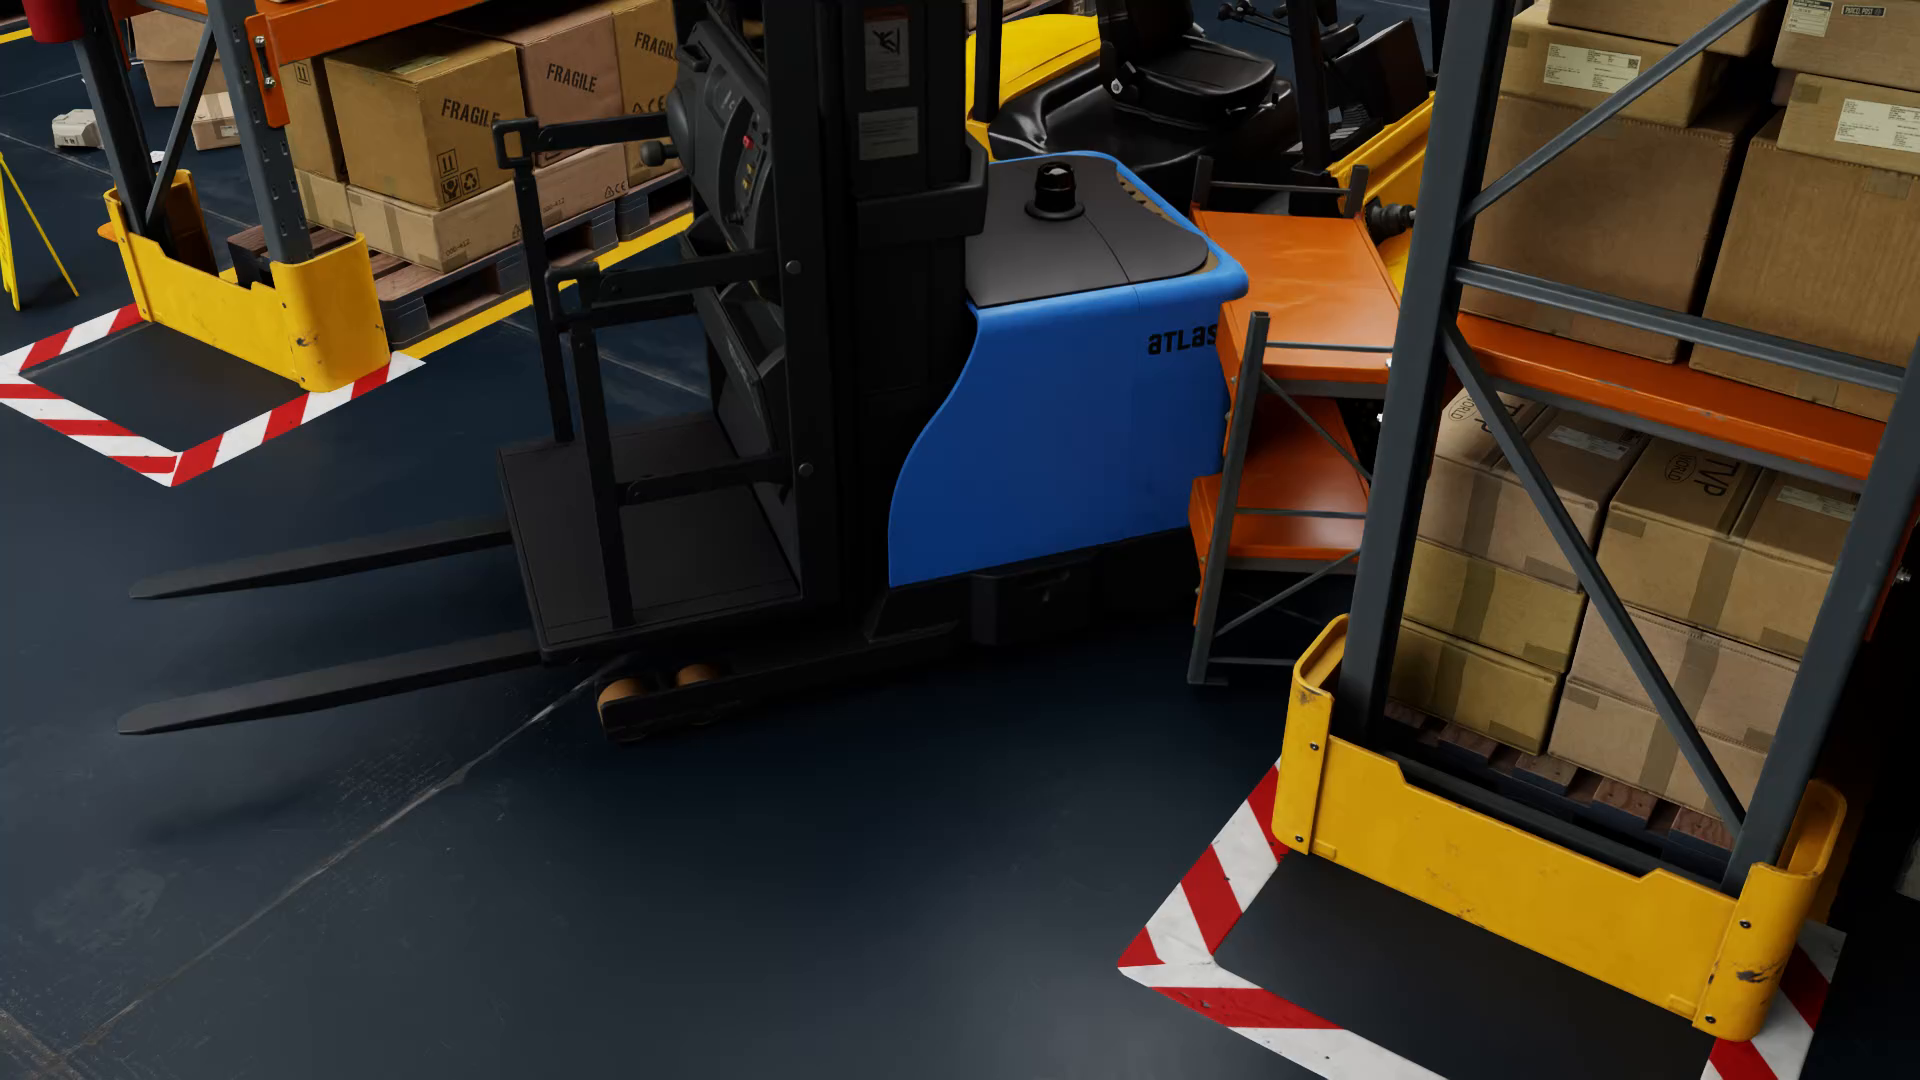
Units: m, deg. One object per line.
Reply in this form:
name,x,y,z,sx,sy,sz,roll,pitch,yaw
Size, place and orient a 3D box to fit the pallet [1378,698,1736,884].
pallet,1.749,0.380,4.499,1.003,0.211,1.213,21,39,28

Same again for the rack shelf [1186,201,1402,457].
rack shelf,0.929,-0.591,4.563,0.538,0.278,1.000,3,34,-2

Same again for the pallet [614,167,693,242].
pallet,-1.500,-1.795,7.715,1.003,0.211,1.213,21,39,28

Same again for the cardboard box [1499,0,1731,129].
cardboard box,1.315,-0.968,3.336,0.380,0.149,0.250,22,40,29

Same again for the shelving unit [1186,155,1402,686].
shelving unit,0.911,-0.349,4.726,0.538,1.125,1.048,3,34,-2

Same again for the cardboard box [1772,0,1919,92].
cardboard box,1.715,-0.929,3.012,0.380,0.149,0.250,20,39,27

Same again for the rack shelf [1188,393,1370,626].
rack shelf,0.896,-0.147,4.863,0.538,0.278,1.000,3,34,-2

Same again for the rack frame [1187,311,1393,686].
rack frame,0.915,-0.065,4.305,0.500,1.125,0.032,3,34,-2

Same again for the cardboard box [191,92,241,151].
cardboard box,-3.645,-2.060,8.164,0.250,0.149,0.380,-15,37,-21

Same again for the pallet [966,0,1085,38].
pallet,-0.009,-3.038,9.553,1.003,0.211,1.213,21,39,28

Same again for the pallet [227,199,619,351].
pallet,-2.196,-1.235,6.889,1.003,0.211,1.213,21,39,28

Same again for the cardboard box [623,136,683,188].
cardboard box,-1.447,-1.799,7.312,0.500,0.250,0.500,24,41,31

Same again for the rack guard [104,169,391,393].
rack guard,-2.689,-0.993,6.271,1.175,0.500,0.348,21,39,28

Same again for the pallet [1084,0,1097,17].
pallet,0.686,-3.601,10.387,1.003,0.211,1.213,21,39,28

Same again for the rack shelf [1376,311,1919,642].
rack shelf,2.488,-1.032,4.740,1.077,0.370,4.000,21,39,28

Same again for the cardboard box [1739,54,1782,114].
cardboard box,1.716,-0.997,3.957,0.500,0.500,0.500,23,40,30

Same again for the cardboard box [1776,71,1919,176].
cardboard box,1.754,-0.793,3.076,0.380,0.149,0.250,20,39,27

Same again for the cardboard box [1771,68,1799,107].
cardboard box,1.843,-0.927,3.274,0.380,0.149,0.250,21,39,28

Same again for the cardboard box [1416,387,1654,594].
cardboard box,1.354,-0.170,4.011,0.500,0.250,0.500,23,40,30

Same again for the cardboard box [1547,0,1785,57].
cardboard box,1.379,-1.075,3.228,0.380,0.149,0.250,21,40,28

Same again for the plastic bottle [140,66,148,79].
plastic bottle,-4.281,-2.560,8.981,0.133,0.061,0.283,8,35,12

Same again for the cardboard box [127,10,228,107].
cardboard box,-3.810,-2.576,8.610,0.797,0.503,0.637,-3,34,-4

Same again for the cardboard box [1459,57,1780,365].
cardboard box,1.413,-0.761,3.608,0.500,0.500,0.500,20,39,27

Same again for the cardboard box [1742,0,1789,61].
cardboard box,1.635,-1.195,3.672,0.380,0.149,0.250,22,40,29

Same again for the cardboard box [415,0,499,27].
cardboard box,-2.195,-2.032,6.987,0.500,0.500,0.500,23,40,30

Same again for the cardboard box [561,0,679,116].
cardboard box,-1.445,-2.103,7.092,0.500,0.500,0.500,22,40,29

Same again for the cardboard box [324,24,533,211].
cardboard box,-2.032,-1.633,6.397,0.500,0.500,0.500,20,39,27

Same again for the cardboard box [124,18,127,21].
cardboard box,-4.618,-3.292,9.669,0.500,0.500,0.500,29,44,36

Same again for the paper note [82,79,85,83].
paper note,-4.591,-2.457,8.858,0.142,0.017,0.144,-22,40,-29

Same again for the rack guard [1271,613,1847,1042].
rack guard,1.334,0.637,3.861,1.175,0.500,0.348,21,39,28

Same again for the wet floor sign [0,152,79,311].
wet floor sign,-3.719,-1.272,6.555,0.232,0.644,0.267,-22,40,-29

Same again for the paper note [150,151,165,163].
paper note,-3.828,-1.834,7.935,0.148,0.019,0.142,8,35,12

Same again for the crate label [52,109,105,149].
crate label,-4.255,-1.997,8.081,0.250,0.136,0.298,3,34,4

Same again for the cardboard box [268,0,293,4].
cardboard box,-2.368,-1.979,5.723,0.380,0.149,0.250,21,40,28

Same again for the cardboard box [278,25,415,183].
cardboard box,-2.489,-1.791,6.630,0.500,0.500,0.500,22,40,28

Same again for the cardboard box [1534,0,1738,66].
cardboard box,1.437,-1.096,3.524,0.380,0.149,0.250,22,40,29

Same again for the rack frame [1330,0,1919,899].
rack frame,1.348,-0.409,3.178,1.000,3.000,0.127,21,39,28

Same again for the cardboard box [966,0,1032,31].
cardboard box,-0.154,-3.161,9.218,0.950,0.372,0.625,22,40,29

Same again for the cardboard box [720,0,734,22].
cardboard box,-1.147,-2.352,7.460,0.500,0.500,0.500,24,41,31

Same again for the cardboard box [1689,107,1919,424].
cardboard box,1.858,-0.590,3.356,0.500,0.500,0.500,23,40,30

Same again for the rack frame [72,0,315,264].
rack frame,-2.732,-1.993,5.520,1.000,3.000,0.127,21,39,28

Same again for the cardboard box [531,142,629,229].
cardboard box,-1.748,-1.543,6.934,0.500,0.250,0.500,23,40,30

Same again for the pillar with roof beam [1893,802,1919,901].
pillar with roof beam,-1.051,-4.302,3.578,9.100,9.000,0.400,21,39,28

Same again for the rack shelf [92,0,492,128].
rack shelf,-1.592,-2.615,7.082,1.077,0.370,4.000,21,39,28

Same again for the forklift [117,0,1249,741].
forklift,-0.787,-1.011,4.128,3.031,2.935,1.130,-11,36,-16

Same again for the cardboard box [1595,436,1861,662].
cardboard box,1.777,-0.019,3.788,0.500,0.250,0.500,21,39,28

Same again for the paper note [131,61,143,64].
paper note,-4.476,-2.619,9.114,0.123,0.001,0.032,-15,37,-21

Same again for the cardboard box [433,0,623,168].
cardboard box,-1.737,-1.875,6.755,0.500,0.500,0.500,20,39,27

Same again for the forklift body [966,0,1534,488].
forklift body,0.930,-1.513,5.567,2.313,2.155,1.214,21,39,28

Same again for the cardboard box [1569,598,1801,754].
cardboard box,1.787,0.199,3.912,0.500,0.250,0.500,22,40,29

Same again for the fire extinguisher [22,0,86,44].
fire extinguisher,-3.176,-2.056,5.681,0.296,0.674,0.183,21,39,28

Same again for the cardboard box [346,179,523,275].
cardboard box,-2.045,-1.311,6.590,0.500,0.250,0.500,21,39,28

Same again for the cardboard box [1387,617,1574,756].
cardboard box,1.356,0.239,4.299,0.500,0.250,0.500,22,40,28

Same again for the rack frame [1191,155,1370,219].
rack frame,0.908,-0.633,5.148,0.500,1.125,0.032,3,34,-2

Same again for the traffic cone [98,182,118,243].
traffic cone,-3.547,-1.552,7.132,0.336,0.463,0.334,21,39,28

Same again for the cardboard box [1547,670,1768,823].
cardboard box,1.789,0.392,4.072,0.500,0.250,0.500,21,40,28

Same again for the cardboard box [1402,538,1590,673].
cardboard box,1.369,0.025,4.169,0.500,0.250,0.500,21,39,28

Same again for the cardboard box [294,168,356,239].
cardboard box,-2.478,-1.497,6.866,0.500,0.250,0.500,21,39,28
